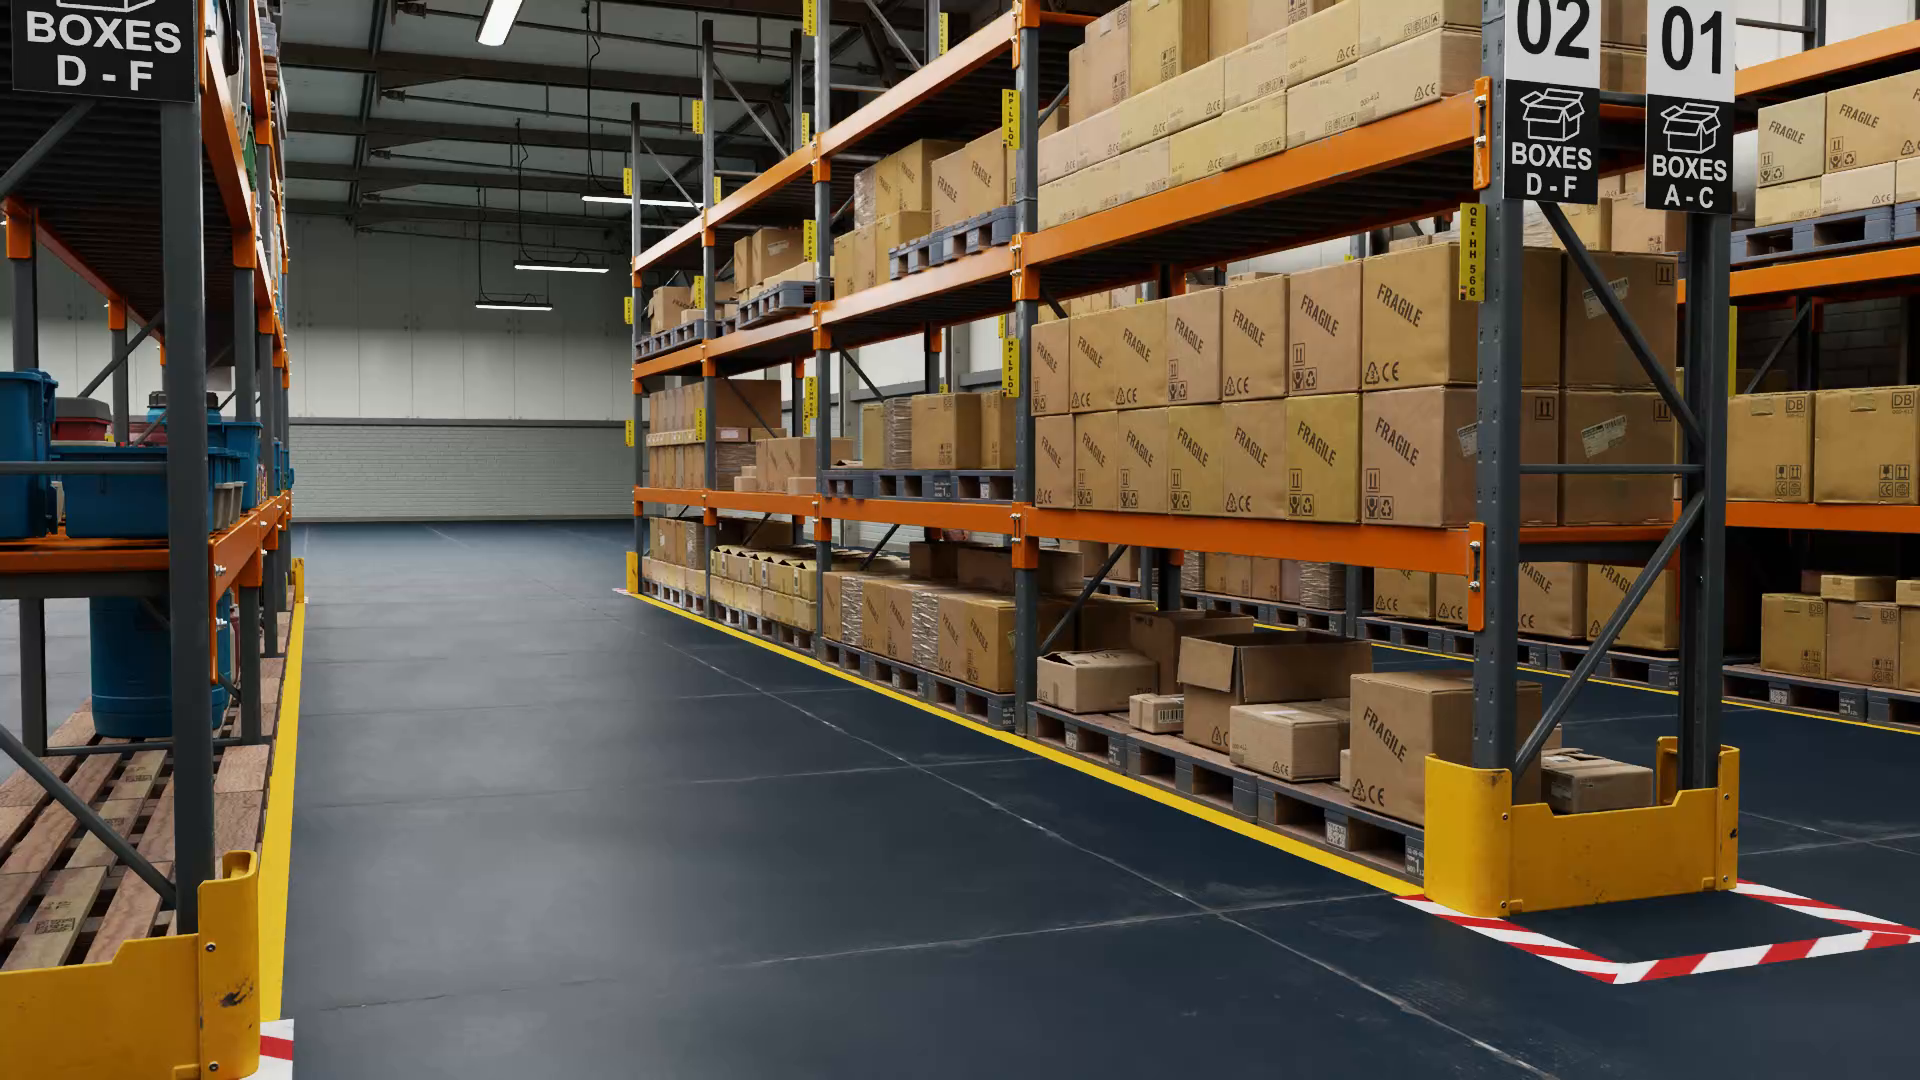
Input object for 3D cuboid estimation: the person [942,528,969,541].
[{"bbox_3d":[-0.008,-0.090,18.295,0.415,1.671,0.521,-1,3,-25],"label":"person"}]
